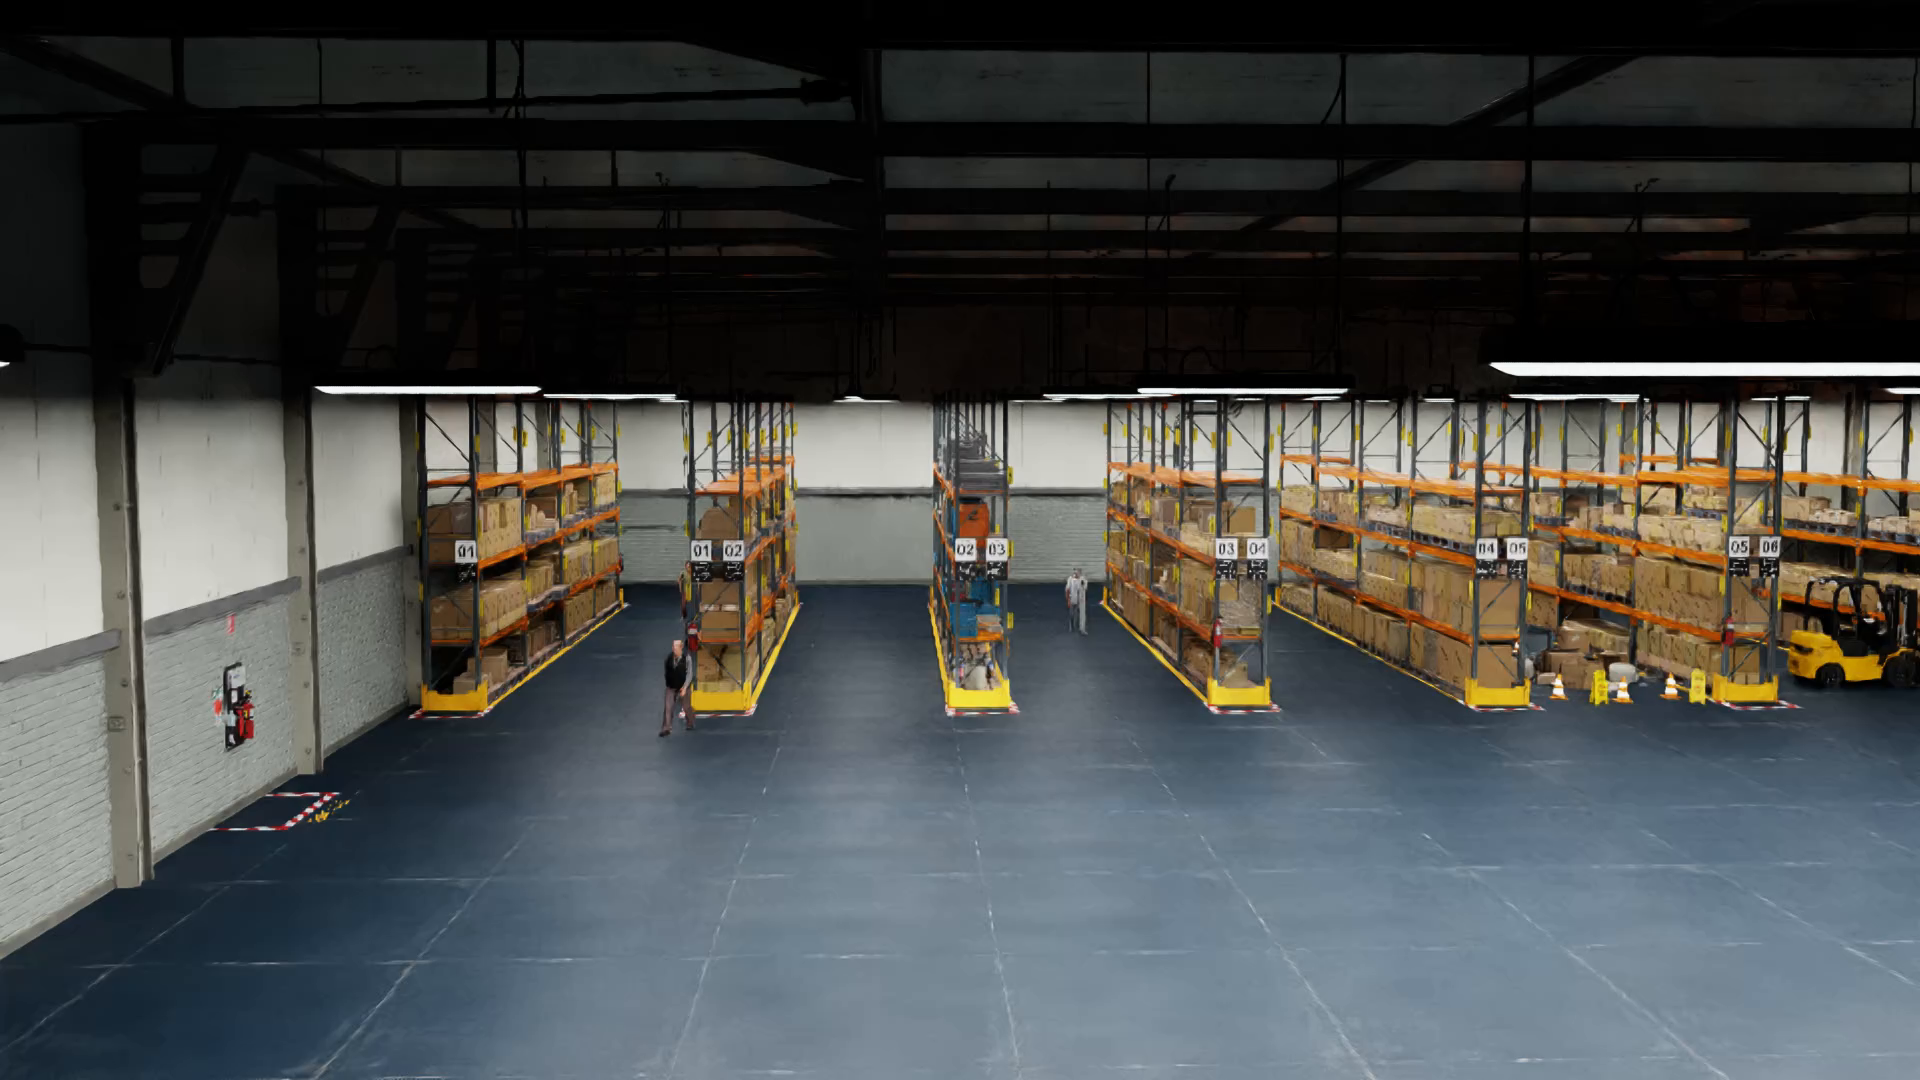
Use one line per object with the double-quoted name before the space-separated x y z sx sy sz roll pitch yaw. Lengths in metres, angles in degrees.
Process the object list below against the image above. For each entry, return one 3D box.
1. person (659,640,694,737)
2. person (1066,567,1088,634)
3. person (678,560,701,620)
"person" -4.857 2.542 28.715 0.539 1.663 1.033 1 5 7
"person" 2.911 1.487 41.485 0.542 1.675 1.126 0 5 0
"person" -7.154 1.338 43.962 0.598 1.619 0.507 0 5 -4
